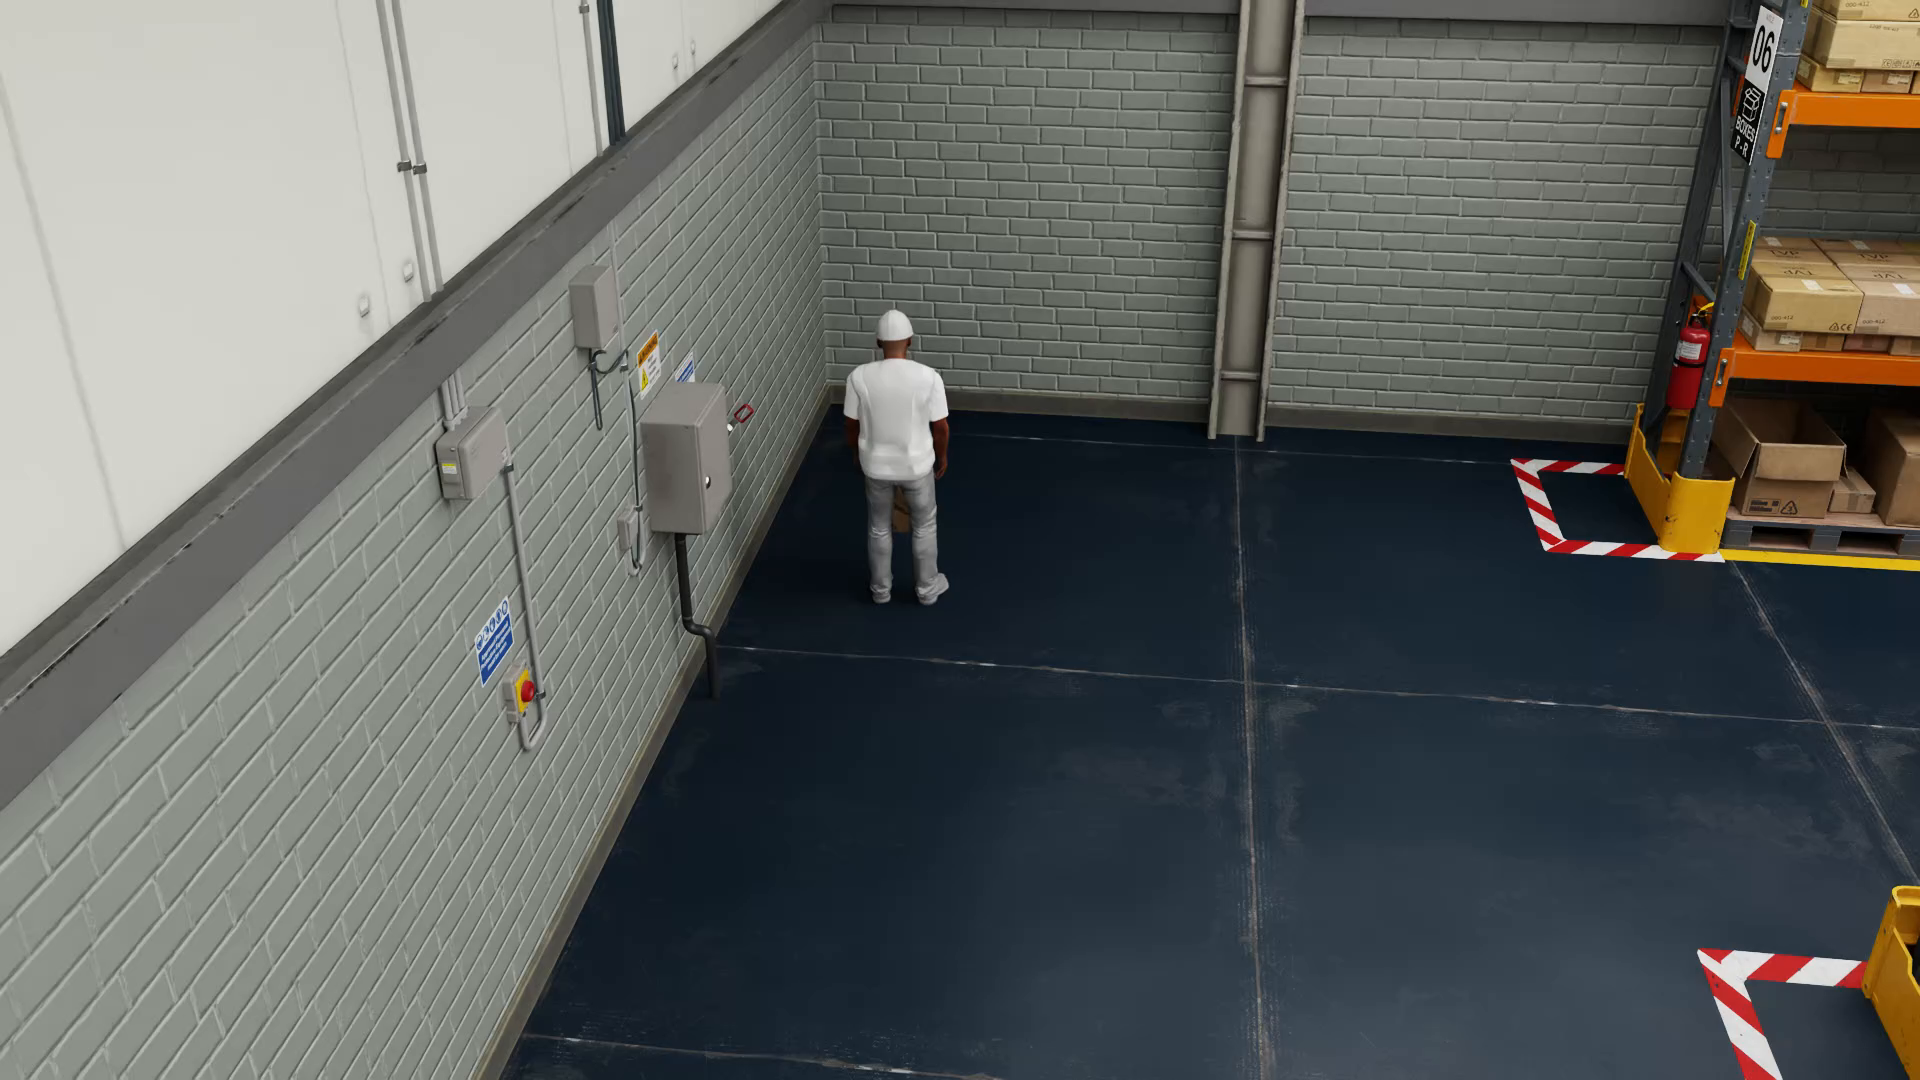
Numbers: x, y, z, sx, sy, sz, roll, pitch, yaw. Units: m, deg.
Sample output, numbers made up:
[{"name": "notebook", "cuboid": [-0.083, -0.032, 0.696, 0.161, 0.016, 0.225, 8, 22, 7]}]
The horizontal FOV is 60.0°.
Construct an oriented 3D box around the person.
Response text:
[{"name": "person", "cuboid": [-0.352, -0.446, 9.431, 0.592, 1.764, 0.430, 3, 28, 5]}]
